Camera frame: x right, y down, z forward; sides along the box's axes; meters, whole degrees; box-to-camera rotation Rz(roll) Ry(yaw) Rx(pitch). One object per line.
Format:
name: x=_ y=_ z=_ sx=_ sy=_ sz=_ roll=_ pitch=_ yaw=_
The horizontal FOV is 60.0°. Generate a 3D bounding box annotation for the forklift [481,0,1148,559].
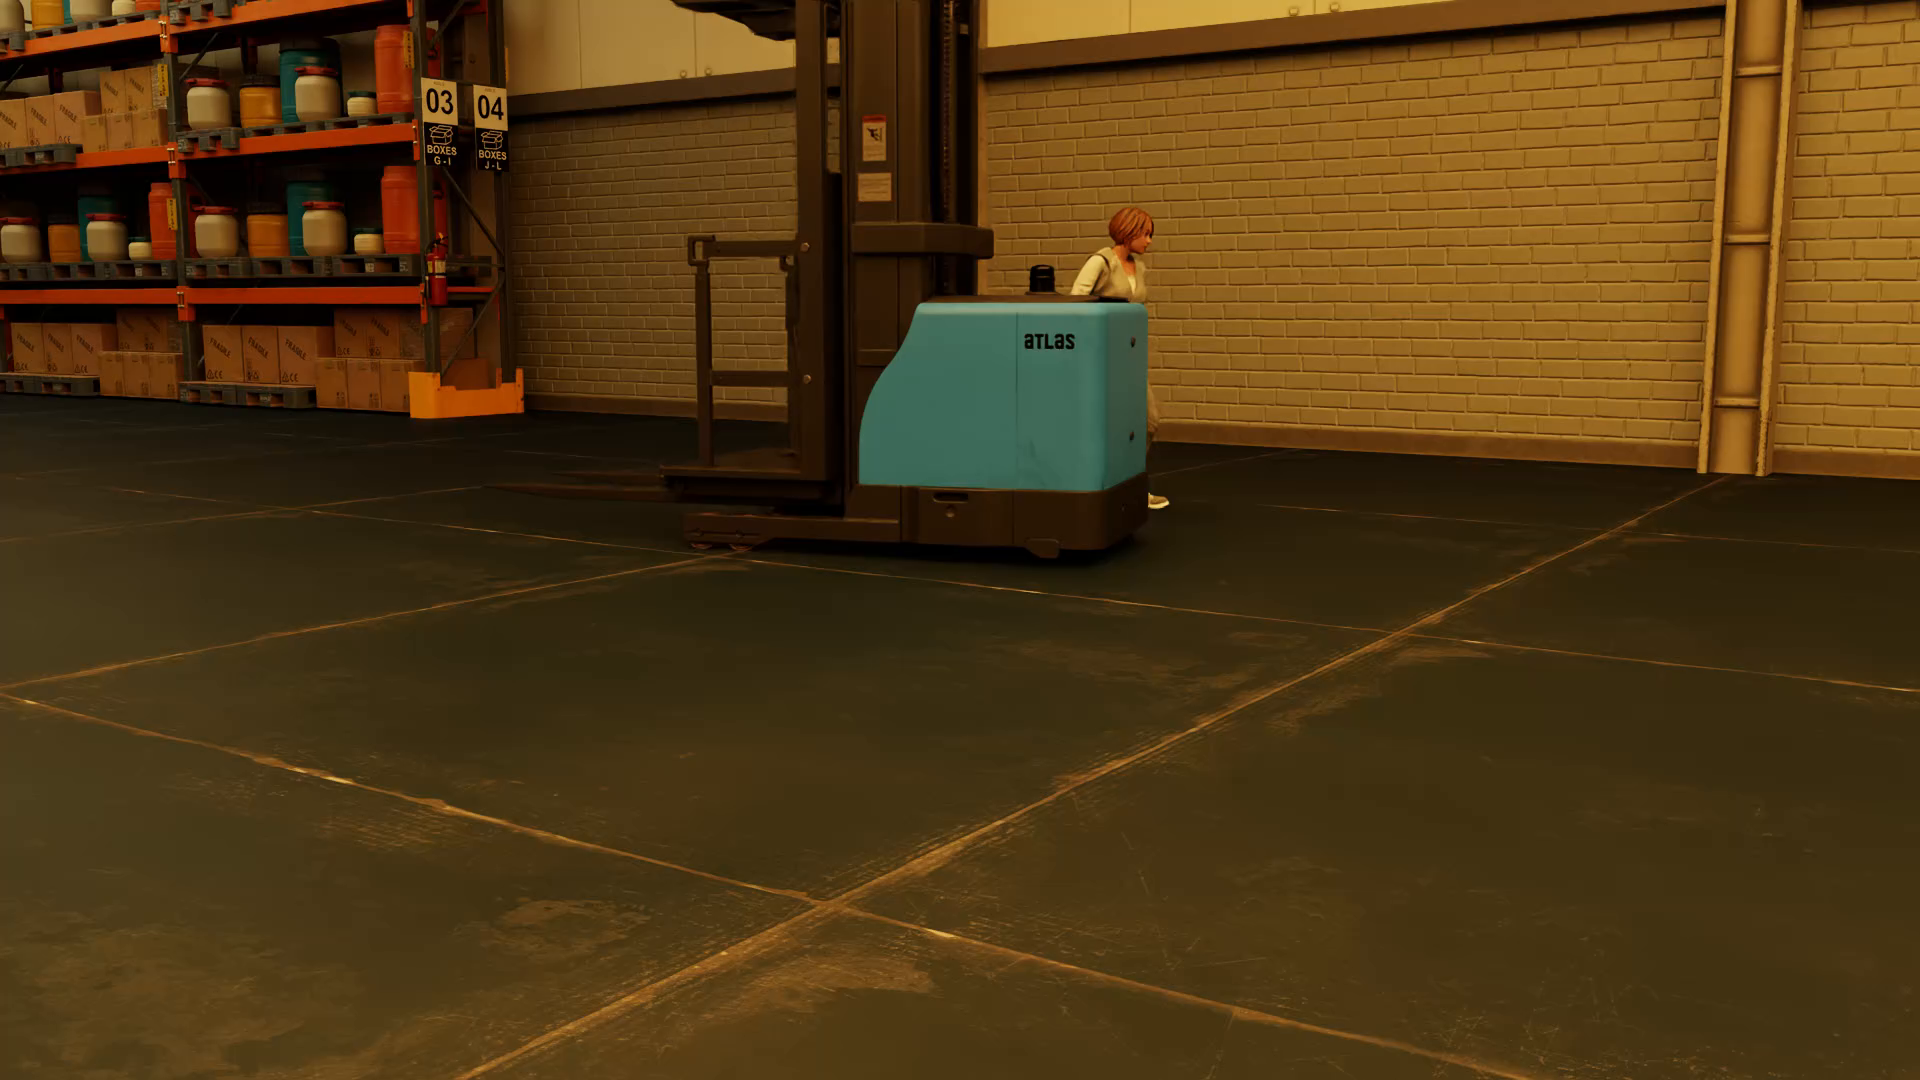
forklift: x=-0.710 y=-1.467 z=7.512 sx=3.031 sy=2.935 sz=1.130 roll=3 pitch=8 yaw=17

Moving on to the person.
person: x=0.788 y=-0.898 z=8.485 sx=0.721 sy=1.562 sz=0.350 roll=-7 pitch=11 yaw=-41
